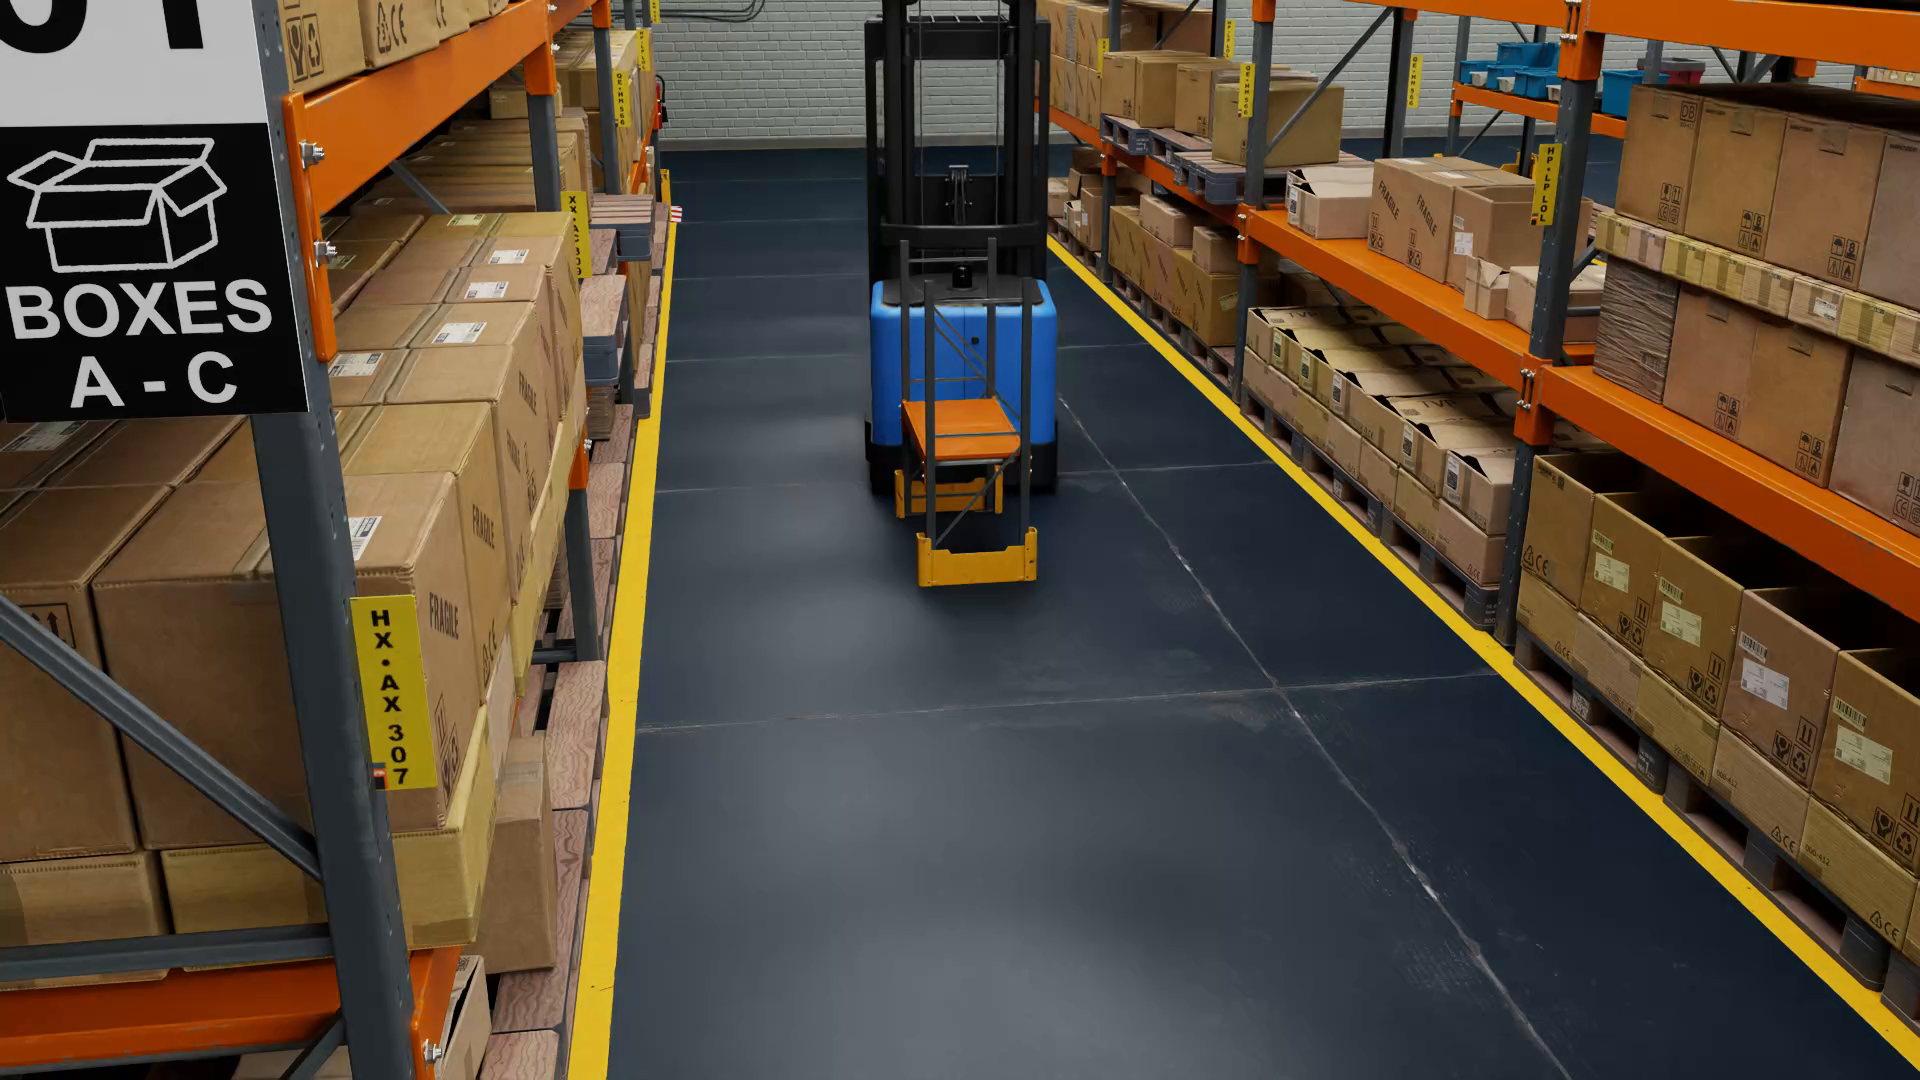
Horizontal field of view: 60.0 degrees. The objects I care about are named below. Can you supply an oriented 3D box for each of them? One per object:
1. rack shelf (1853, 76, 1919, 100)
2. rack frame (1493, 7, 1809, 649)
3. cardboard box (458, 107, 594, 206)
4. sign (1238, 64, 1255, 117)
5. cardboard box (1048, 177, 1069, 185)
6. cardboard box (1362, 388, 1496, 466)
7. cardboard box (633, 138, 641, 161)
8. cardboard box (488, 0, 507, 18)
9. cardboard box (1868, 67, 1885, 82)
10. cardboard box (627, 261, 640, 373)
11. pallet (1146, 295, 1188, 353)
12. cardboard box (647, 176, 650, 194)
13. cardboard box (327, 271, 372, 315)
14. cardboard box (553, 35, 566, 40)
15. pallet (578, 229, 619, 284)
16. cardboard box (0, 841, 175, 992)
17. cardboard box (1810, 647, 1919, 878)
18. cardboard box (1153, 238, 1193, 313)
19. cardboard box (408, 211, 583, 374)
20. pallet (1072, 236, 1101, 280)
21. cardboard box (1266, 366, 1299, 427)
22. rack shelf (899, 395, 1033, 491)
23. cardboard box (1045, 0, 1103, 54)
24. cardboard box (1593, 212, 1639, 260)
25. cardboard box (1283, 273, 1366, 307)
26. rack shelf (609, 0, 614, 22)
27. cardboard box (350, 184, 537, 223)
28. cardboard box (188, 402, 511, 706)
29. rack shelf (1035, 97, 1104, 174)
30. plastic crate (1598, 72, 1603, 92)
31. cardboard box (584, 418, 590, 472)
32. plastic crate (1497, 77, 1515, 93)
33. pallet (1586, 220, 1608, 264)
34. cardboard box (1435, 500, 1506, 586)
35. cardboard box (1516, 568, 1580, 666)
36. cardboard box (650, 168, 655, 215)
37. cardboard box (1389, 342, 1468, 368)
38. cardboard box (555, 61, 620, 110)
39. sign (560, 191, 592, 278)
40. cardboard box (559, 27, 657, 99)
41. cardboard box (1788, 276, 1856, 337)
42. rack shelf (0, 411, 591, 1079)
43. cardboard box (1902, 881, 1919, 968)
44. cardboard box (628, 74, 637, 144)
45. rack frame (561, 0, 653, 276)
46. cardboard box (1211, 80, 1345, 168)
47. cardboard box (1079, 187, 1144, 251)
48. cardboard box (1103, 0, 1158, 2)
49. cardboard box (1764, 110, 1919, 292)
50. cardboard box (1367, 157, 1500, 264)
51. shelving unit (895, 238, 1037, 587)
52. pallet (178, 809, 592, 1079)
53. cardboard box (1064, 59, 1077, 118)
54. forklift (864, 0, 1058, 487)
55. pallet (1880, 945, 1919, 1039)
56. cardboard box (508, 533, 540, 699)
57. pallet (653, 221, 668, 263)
[{"bbox_3d":[11.278,-4.589,17.744,1.077,0.370,4.000,-3,21,-8],"label":"rack shelf"},{"bbox_3d":[2.916,-0.965,7.014,1.000,3.000,0.127,-3,21,-8],"label":"rack frame"},{"bbox_3d":[-2.485,-2.190,9.521,0.700,0.500,0.500,-5,21,-14],"label":"cardboard box"},{"bbox_3d":[1.803,-2.825,10.451,0.100,0.325,0.005,-3,21,-8],"label":"sign"},{"bbox_3d":[1.056,-3.662,17.536,0.500,0.250,0.500,-3,21,-8],"label":"cardboard box"},{"bbox_3d":[2.423,-0.615,8.604,0.500,0.311,0.500,-3,21,-8],"label":"cardboard box"},{"bbox_3d":[-2.661,-3.006,12.809,0.380,0.149,0.250,-3,21,-8],"label":"cardboard box"},{"bbox_3d":[-1.491,-1.648,4.382,0.500,0.500,0.500,-4,21,-10],"label":"cardboard box"},{"bbox_3d":[10.714,-5.361,19.142,0.380,0.149,0.250,-3,21,-7],"label":"cardboard box"},{"bbox_3d":[-2.538,-1.550,11.051,0.750,0.750,0.750,-3,21,-8],"label":"cardboard box"},{"bbox_3d":[2.096,-1.726,13.035,1.003,0.211,1.213,-3,21,-8],"label":"pallet"},{"bbox_3d":[-3.014,-3.206,15.057,0.380,0.149,0.250,-2,21,-6],"label":"cardboard box"},{"bbox_3d":[-1.987,-0.479,4.826,0.500,0.500,0.500,-2,21,-6],"label":"cardboard box"},{"bbox_3d":[-3.248,-3.678,12.608,0.500,0.250,0.500,-3,21,-7],"label":"cardboard box"},{"bbox_3d":[-2.236,-1.326,8.253,1.003,0.211,1.213,-3,21,-8],"label":"pallet"},{"bbox_3d":[-1.668,0.580,3.063,0.500,0.250,0.500,-3,21,-7],"label":"cardboard box"},{"bbox_3d":[2.962,0.643,4.964,0.500,0.500,0.500,-3,21,-8],"label":"cardboard box"},{"bbox_3d":[1.816,-2.058,12.883,0.500,0.500,0.500,-4,21,-10],"label":"cardboard box"},{"bbox_3d":[-1.612,-0.857,5.836,0.500,0.500,0.500,-3,21,-8],"label":"cardboard box"},{"bbox_3d":[1.664,-2.667,15.555,1.003,0.211,1.213,-3,21,-8],"label":"pallet"},{"bbox_3d":[2.197,-0.889,10.138,0.500,0.250,0.500,-3,21,-9],"label":"cardboard box"},{"bbox_3d":[0.012,-0.505,8.438,0.538,0.185,1.000,-3,21,-8],"label":"rack shelf"},{"bbox_3d":[1.139,-5.114,16.550,0.500,0.500,0.500,-3,21,-7],"label":"cardboard box"},{"bbox_3d":[2.763,-1.213,6.608,0.380,0.149,0.250,-3,21,-8],"label":"cardboard box"},{"bbox_3d":[2.556,-1.557,11.543,0.500,0.500,0.500,-2,21,-5],"label":"cardboard box"},{"bbox_3d":[-2.851,-3.860,11.504,1.077,0.370,4.000,-3,21,-8],"label":"rack shelf"},{"bbox_3d":[-2.025,-1.145,6.723,0.700,0.500,0.500,-3,21,-8],"label":"cardboard box"},{"bbox_3d":[-1.242,0.028,3.468,0.500,0.500,0.500,-3,21,-8],"label":"cardboard box"},{"bbox_3d":[1.474,-4.091,16.410,1.077,0.370,4.000,-3,21,-8],"label":"rack shelf"},{"bbox_3d":[6.627,-4.494,16.546,0.437,0.282,0.530,-3,21,-8],"label":"plastic crate"},{"bbox_3d":[-2.348,-0.533,8.799,0.700,0.500,0.500,-3,21,-8],"label":"cardboard box"},{"bbox_3d":[5.860,-4.821,17.628,0.250,0.136,0.298,-3,21,-8],"label":"plastic crate"},{"bbox_3d":[6.520,-2.930,16.260,1.003,0.211,1.213,-3,21,-8],"label":"pallet"},{"bbox_3d":[2.569,-0.003,7.767,0.500,0.250,0.500,-3,21,-8],"label":"cardboard box"},{"bbox_3d":[2.683,0.302,6.951,0.500,0.250,0.500,-3,21,-8],"label":"cardboard box"},{"bbox_3d":[-3.443,-3.484,16.730,0.700,0.500,0.500,-3,21,-8],"label":"cardboard box"},{"bbox_3d":[2.810,-0.998,9.630,0.500,0.311,0.500,-3,21,-8],"label":"cardboard box"},{"bbox_3d":[-2.377,-2.826,10.328,0.500,0.250,0.500,-2,21,-6],"label":"cardboard box"},{"bbox_3d":[-1.450,-1.150,6.270,0.100,0.325,0.005,-3,21,-8],"label":"sign"},{"bbox_3d":[-3.632,-4.833,16.942,0.980,0.700,0.700,-2,21,-5],"label":"cardboard box"},{"bbox_3d":[2.953,-0.767,5.413,0.380,0.149,0.250,-4,21,-9],"label":"cardboard box"},{"bbox_3d":[-1.697,0.315,4.613,1.077,0.370,4.000,-3,21,-8],"label":"rack shelf"},{"bbox_3d":[3.039,1.168,4.632,0.500,0.250,0.500,-3,21,-8],"label":"cardboard box"},{"bbox_3d":[-2.676,-3.182,12.352,0.500,0.500,0.500,-3,21,-8],"label":"cardboard box"},{"bbox_3d":[-3.139,-3.484,13.757,1.000,3.000,0.127,-3,21,-8],"label":"rack frame"},{"bbox_3d":[2.137,-2.806,11.199,0.700,0.500,0.500,-10,23,-26],"label":"cardboard box"},{"bbox_3d":[1.400,-2.953,15.280,0.500,0.500,0.500,-3,21,-8],"label":"cardboard box"},{"bbox_3d":[1.675,-5.141,16.622,0.500,0.500,0.500,-2,21,-6],"label":"cardboard box"},{"bbox_3d":[3.132,-1.118,5.426,0.700,0.500,0.500,-3,21,-8],"label":"cardboard box"},{"bbox_3d":[2.597,-1.817,9.151,0.500,0.500,0.500,-4,21,-11],"label":"cardboard box"},{"bbox_3d":[0.011,-0.676,8.383,0.587,1.500,1.083,-3,21,-8],"label":"shelving unit"},{"bbox_3d":[-1.675,1.246,5.078,1.003,0.211,1.213,-3,21,-8],"label":"pallet"},{"bbox_3d":[1.285,-4.298,15.795,0.500,0.500,0.500,-2,21,-7],"label":"cardboard box"},{"bbox_3d":[-0.023,-2.138,10.251,1.130,2.935,3.031,-1,20,-2],"label":"forklift"},{"bbox_3d":[3.341,1.463,4.497,1.003,0.211,1.213,-3,21,-8],"label":"pallet"},{"bbox_3d":[-1.322,0.191,4.104,0.500,0.250,0.500,-3,21,-9],"label":"cardboard box"},{"bbox_3d":[-3.350,-2.868,16.094,1.003,0.211,1.213,-3,21,-8],"label":"pallet"}]
